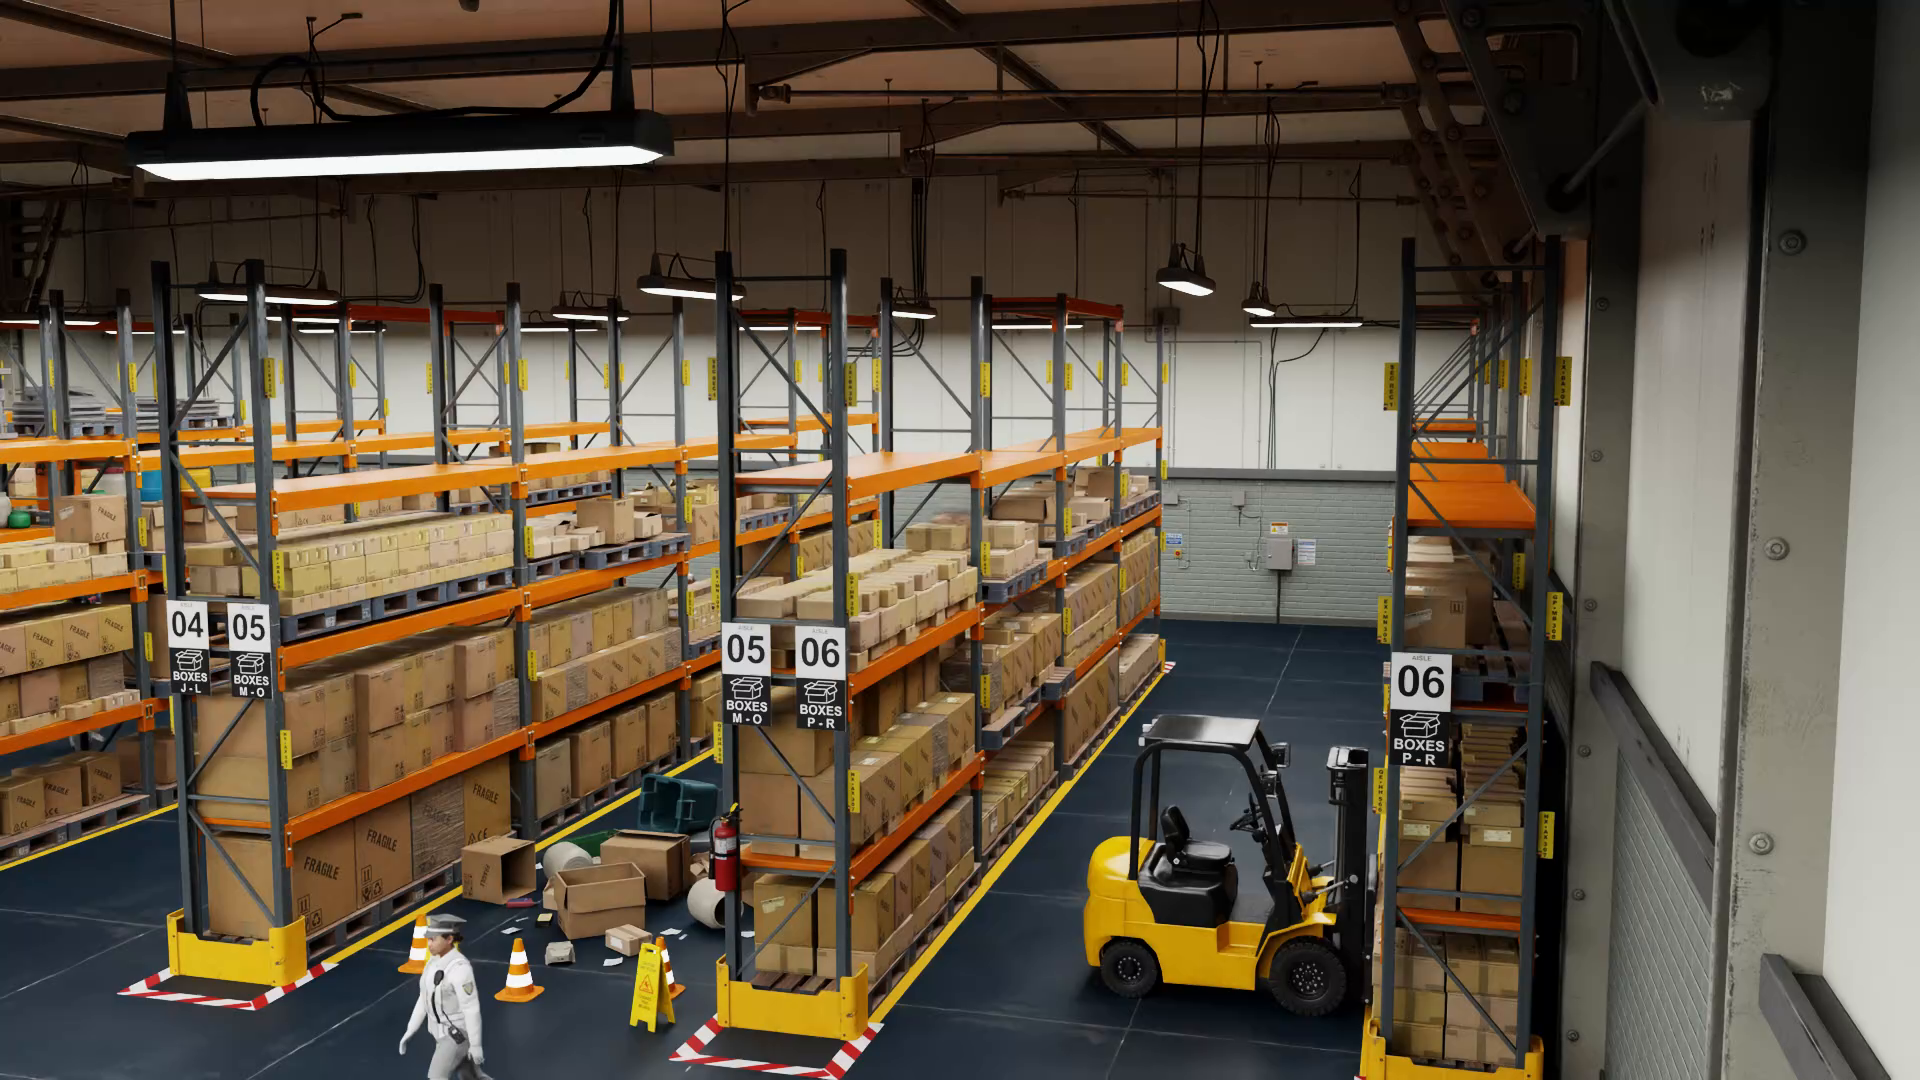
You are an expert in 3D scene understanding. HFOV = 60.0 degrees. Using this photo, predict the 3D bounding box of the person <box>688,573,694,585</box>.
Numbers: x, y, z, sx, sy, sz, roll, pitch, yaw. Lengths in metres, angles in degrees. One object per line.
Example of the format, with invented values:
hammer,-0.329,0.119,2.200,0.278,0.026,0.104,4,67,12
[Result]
person,-4.647,1.351,28.381,0.493,1.591,1.053,1,6,13

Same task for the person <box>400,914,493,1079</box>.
person,-3.351,3.208,10.766,1.032,1.616,0.515,-4,7,-32

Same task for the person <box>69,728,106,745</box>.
person,-11.899,1.890,22.607,0.541,1.763,0.541,3,7,29
